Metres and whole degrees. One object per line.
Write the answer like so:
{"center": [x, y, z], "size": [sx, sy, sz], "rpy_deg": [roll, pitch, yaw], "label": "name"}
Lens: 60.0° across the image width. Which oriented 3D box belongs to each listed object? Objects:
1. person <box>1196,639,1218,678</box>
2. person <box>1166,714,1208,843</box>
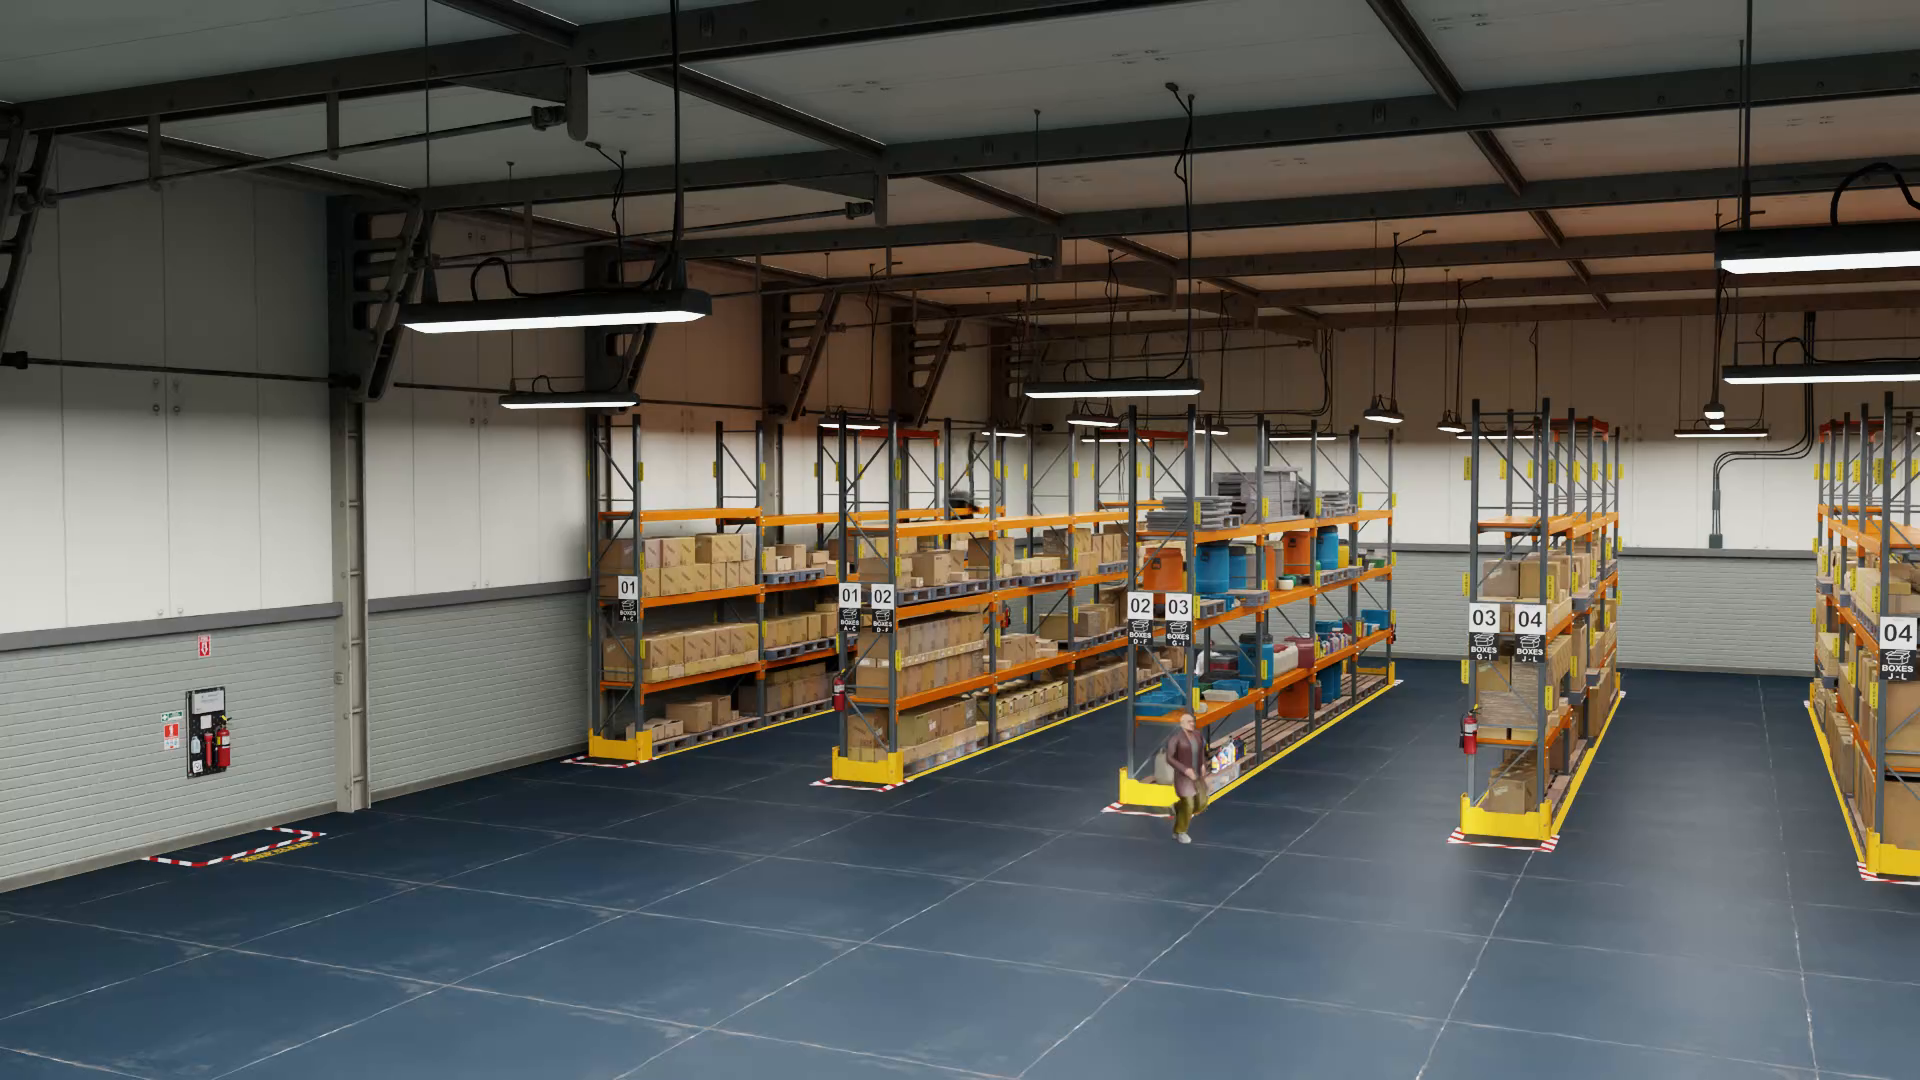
{"center": [5.036, 2.808, 33.489], "size": [0.618, 1.671, 0.620], "rpy_deg": [1, 3, 32], "label": "person"}
{"center": [3.087, 3.215, 22.511], "size": [0.747, 1.741, 0.701], "rpy_deg": [-2, 3, -33], "label": "person"}
